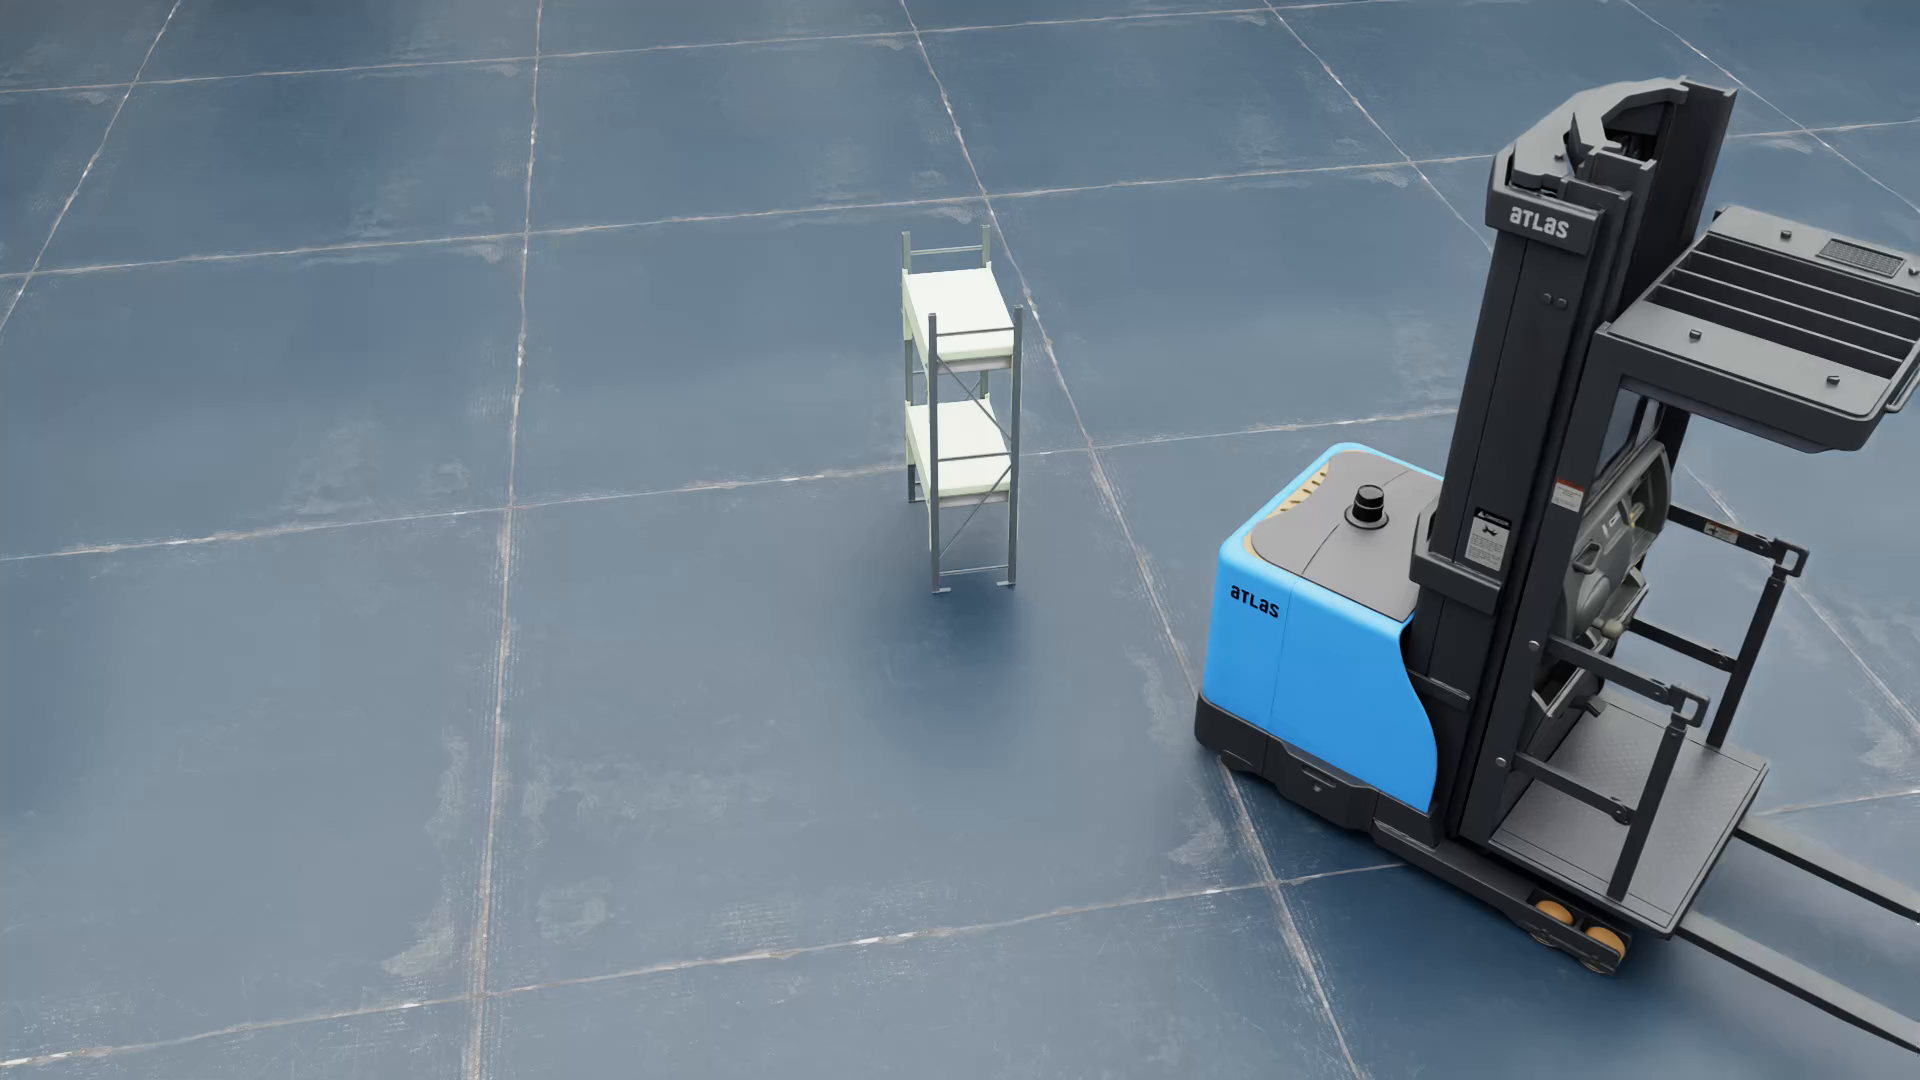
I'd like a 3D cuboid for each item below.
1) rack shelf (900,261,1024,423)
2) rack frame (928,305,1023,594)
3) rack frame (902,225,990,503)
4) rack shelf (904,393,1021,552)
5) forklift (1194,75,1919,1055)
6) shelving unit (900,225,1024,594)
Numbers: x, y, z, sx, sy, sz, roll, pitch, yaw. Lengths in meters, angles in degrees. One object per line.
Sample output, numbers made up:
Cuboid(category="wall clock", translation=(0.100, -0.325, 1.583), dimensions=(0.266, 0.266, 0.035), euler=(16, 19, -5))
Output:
Cuboid(category="rack shelf", translation=(0.001, -0.896, 7.445), dimensions=(0.431, 0.370, 0.720), euler=(-6, 38, -8))
Cuboid(category="rack frame", translation=(0.065, -0.367, 7.400), dimensions=(0.400, 1.500, 0.023), euler=(-6, 38, -8))
Cuboid(category="rack frame", translation=(-0.063, -0.809, 7.969), dimensions=(0.400, 1.500, 0.023), euler=(-6, 38, -8))
Cuboid(category="rack shelf", translation=(0.001, -0.331, 7.885), dimensions=(0.431, 0.370, 0.720), euler=(-6, 38, -8))
Cuboid(category="forklift", translation=(2.444, 0.059, 5.685), dimensions=(3.031, 2.935, 1.130), euler=(27, 45, 30))
Cuboid(category="shelving unit", translation=(0.001, -0.588, 7.685), dimensions=(0.431, 1.500, 0.755), euler=(-6, 38, -8))
